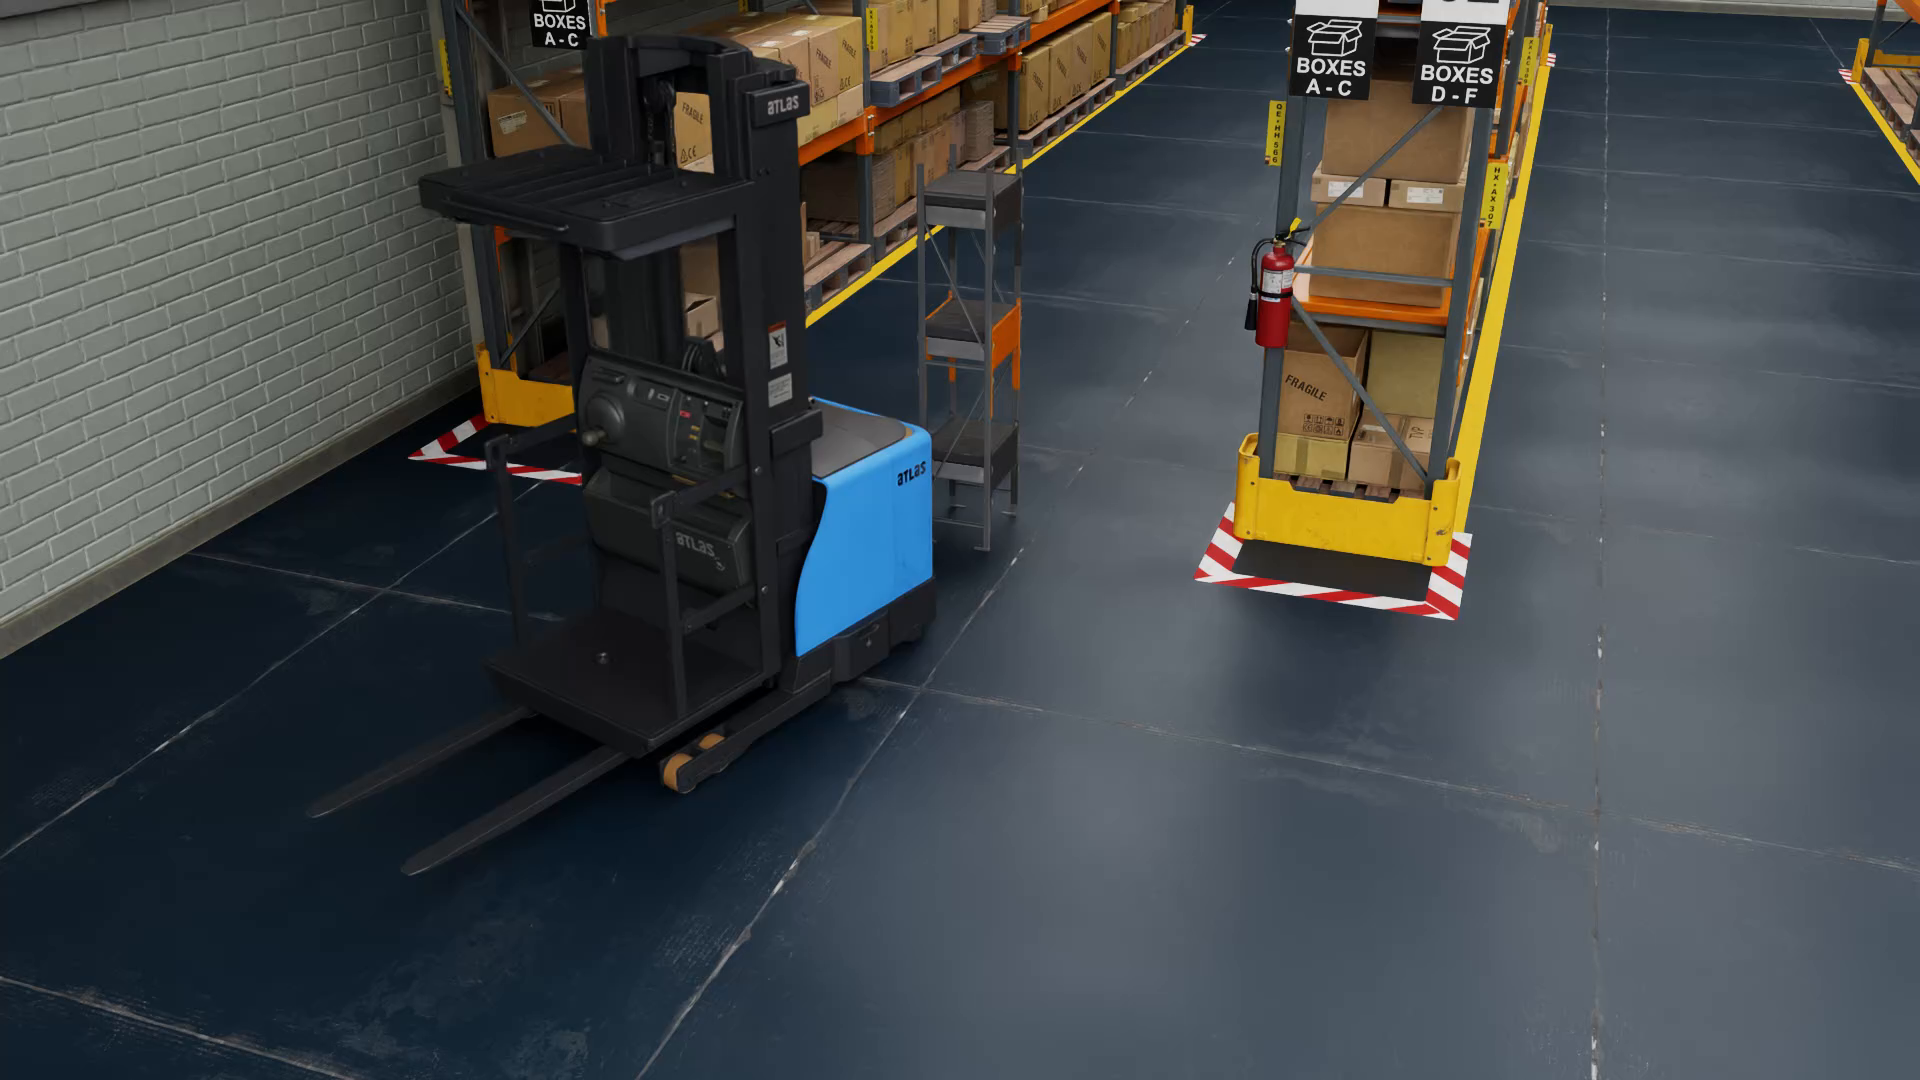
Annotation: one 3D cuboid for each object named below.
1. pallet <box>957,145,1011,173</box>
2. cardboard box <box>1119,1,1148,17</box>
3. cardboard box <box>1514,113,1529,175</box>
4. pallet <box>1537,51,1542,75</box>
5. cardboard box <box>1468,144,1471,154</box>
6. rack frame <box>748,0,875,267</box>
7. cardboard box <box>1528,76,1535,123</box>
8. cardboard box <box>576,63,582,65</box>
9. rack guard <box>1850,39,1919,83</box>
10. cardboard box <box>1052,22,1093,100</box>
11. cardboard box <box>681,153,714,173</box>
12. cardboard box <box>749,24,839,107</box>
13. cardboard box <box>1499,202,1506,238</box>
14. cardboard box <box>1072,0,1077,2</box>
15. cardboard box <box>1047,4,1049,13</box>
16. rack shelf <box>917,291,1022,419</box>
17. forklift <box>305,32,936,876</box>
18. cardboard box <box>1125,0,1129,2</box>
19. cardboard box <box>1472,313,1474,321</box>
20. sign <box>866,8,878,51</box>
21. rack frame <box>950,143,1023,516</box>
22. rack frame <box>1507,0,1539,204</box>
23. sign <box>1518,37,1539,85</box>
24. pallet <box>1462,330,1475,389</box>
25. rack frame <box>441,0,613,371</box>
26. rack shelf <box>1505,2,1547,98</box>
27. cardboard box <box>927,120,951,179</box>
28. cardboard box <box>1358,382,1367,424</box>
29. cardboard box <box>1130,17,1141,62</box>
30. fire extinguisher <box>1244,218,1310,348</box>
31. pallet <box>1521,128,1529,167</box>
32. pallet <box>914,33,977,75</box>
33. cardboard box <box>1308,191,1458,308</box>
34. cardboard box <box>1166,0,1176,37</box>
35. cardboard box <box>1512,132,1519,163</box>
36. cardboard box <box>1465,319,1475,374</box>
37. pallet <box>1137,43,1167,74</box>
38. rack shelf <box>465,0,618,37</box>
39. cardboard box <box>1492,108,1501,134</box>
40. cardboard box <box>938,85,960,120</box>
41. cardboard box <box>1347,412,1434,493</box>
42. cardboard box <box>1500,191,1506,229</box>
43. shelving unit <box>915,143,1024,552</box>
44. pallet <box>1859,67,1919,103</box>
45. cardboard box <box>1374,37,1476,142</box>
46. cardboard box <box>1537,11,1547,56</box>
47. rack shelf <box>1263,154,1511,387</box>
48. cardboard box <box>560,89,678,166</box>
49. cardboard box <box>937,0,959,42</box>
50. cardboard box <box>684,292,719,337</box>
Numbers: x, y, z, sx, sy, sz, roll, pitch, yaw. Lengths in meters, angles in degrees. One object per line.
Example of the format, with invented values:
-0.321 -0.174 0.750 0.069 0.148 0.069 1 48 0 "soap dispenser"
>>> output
-0.144 -3.793 16.841 1.003 0.211 1.213 9 27 17 "pallet"
2.254 -6.990 21.887 0.380 0.149 0.250 8 27 16 "cardboard box"
5.211 -3.871 16.166 0.500 0.500 0.500 10 28 20 "cardboard box"
7.163 -6.325 22.072 1.003 0.211 1.213 9 27 17 "pallet"
2.718 -2.146 9.381 0.380 0.149 0.250 8 27 17 "cardboard box"
-1.213 -3.725 13.502 1.000 3.000 0.127 9 27 17 "rack frame"
5.888 -4.716 17.913 0.500 0.500 0.500 9 27 18 "cardboard box"
-2.243 -3.003 11.300 0.500 0.500 0.500 8 27 16 "cardboard box"
12.118 -6.106 21.288 1.175 0.500 0.348 9 27 17 "rack guard"
1.062 -5.582 19.323 0.750 0.750 0.750 10 27 19 "cardboard box"
-1.923 -2.393 10.899 0.500 0.250 0.500 8 27 16 "cardboard box"
-1.240 -3.559 12.447 0.500 0.500 0.500 9 27 17 "cardboard box"
4.338 -2.722 14.102 0.500 0.250 0.500 9 27 18 "cardboard box"
1.139 -6.213 18.905 0.380 0.149 0.250 8 27 16 "cardboard box"
0.752 -5.795 18.042 0.380 0.149 0.250 9 27 19 "cardboard box"
0.055 -1.001 8.939 0.431 0.518 0.480 9 27 17 "rack shelf"
-1.403 -0.489 6.897 1.130 2.935 3.031 18 31 33 "forklift"
2.074 -7.269 22.464 0.380 0.149 0.250 9 27 18 "cardboard box"
3.171 -1.665 11.060 0.500 0.500 0.500 9 27 17 "cardboard box"
-0.699 -4.039 13.157 0.100 0.325 0.005 9 27 17 "sign"
0.136 -1.113 9.140 0.400 2.100 0.015 9 27 17 "rack frame"
4.790 -4.652 15.416 1.000 3.000 0.127 9 27 17 "rack frame"
3.983 -3.354 11.650 0.100 0.325 0.005 9 27 17 "sign"
3.155 -1.432 11.966 1.003 0.211 1.213 9 27 17 "pallet"
-2.544 -2.081 10.107 1.000 3.000 0.127 9 27 17 "rack frame"
5.456 -5.150 17.270 1.077 0.370 4.000 9 27 17 "rack shelf"
-0.492 -3.735 15.886 0.700 0.500 0.500 9 27 17 "cardboard box"
2.183 -0.786 10.105 0.500 0.250 0.500 9 27 17 "cardboard box"
1.965 -6.575 21.774 0.700 0.500 0.500 8 27 17 "cardboard box"
1.651 -1.348 8.682 0.296 0.674 0.183 9 27 17 "fire extinguisher"
5.482 -4.198 17.678 1.003 0.211 1.213 9 27 17 "pallet"
-0.502 -4.463 15.246 1.003 0.211 1.213 9 27 17 "pallet"
2.296 -1.599 8.997 0.700 0.500 0.500 9 27 17 "cardboard box"
2.641 -7.418 23.516 0.700 0.500 0.500 9 27 17 "cardboard box"
4.848 -3.605 15.283 0.500 0.311 0.500 9 27 19 "cardboard box"
3.183 -1.326 11.219 0.500 0.250 0.500 9 27 17 "cardboard box"
2.180 -6.562 22.560 1.003 0.211 1.213 9 27 17 "pallet"
-1.879 -3.929 11.307 1.077 0.370 4.000 9 27 17 "rack shelf"
3.947 -3.230 12.767 0.380 0.149 0.250 9 27 17 "cardboard box"
-0.321 -4.251 16.090 0.500 0.250 0.500 9 27 18 "cardboard box"
2.516 -0.504 9.522 0.500 0.250 0.500 9 27 17 "cardboard box"
4.174 -2.764 13.546 0.500 0.311 0.500 8 27 16 "cardboard box"
0.055 -1.013 8.933 0.431 2.100 0.503 9 27 17 "shelving unit"
11.811 -5.631 20.639 1.003 0.211 1.213 9 27 17 "pallet"
2.650 -2.629 9.635 0.700 0.500 0.500 9 27 18 "cardboard box"
7.504 -6.753 22.120 0.500 0.500 0.500 9 27 17 "cardboard box"
2.794 -1.863 10.480 1.077 0.370 4.000 9 27 17 "rack shelf"
-2.102 -2.513 10.287 0.500 0.500 0.500 9 27 18 "cardboard box"
-0.423 -4.902 15.313 0.700 0.500 0.500 9 27 17 "cardboard box"
-2.040 -1.575 11.641 0.500 0.311 0.500 11 28 22 "cardboard box"
